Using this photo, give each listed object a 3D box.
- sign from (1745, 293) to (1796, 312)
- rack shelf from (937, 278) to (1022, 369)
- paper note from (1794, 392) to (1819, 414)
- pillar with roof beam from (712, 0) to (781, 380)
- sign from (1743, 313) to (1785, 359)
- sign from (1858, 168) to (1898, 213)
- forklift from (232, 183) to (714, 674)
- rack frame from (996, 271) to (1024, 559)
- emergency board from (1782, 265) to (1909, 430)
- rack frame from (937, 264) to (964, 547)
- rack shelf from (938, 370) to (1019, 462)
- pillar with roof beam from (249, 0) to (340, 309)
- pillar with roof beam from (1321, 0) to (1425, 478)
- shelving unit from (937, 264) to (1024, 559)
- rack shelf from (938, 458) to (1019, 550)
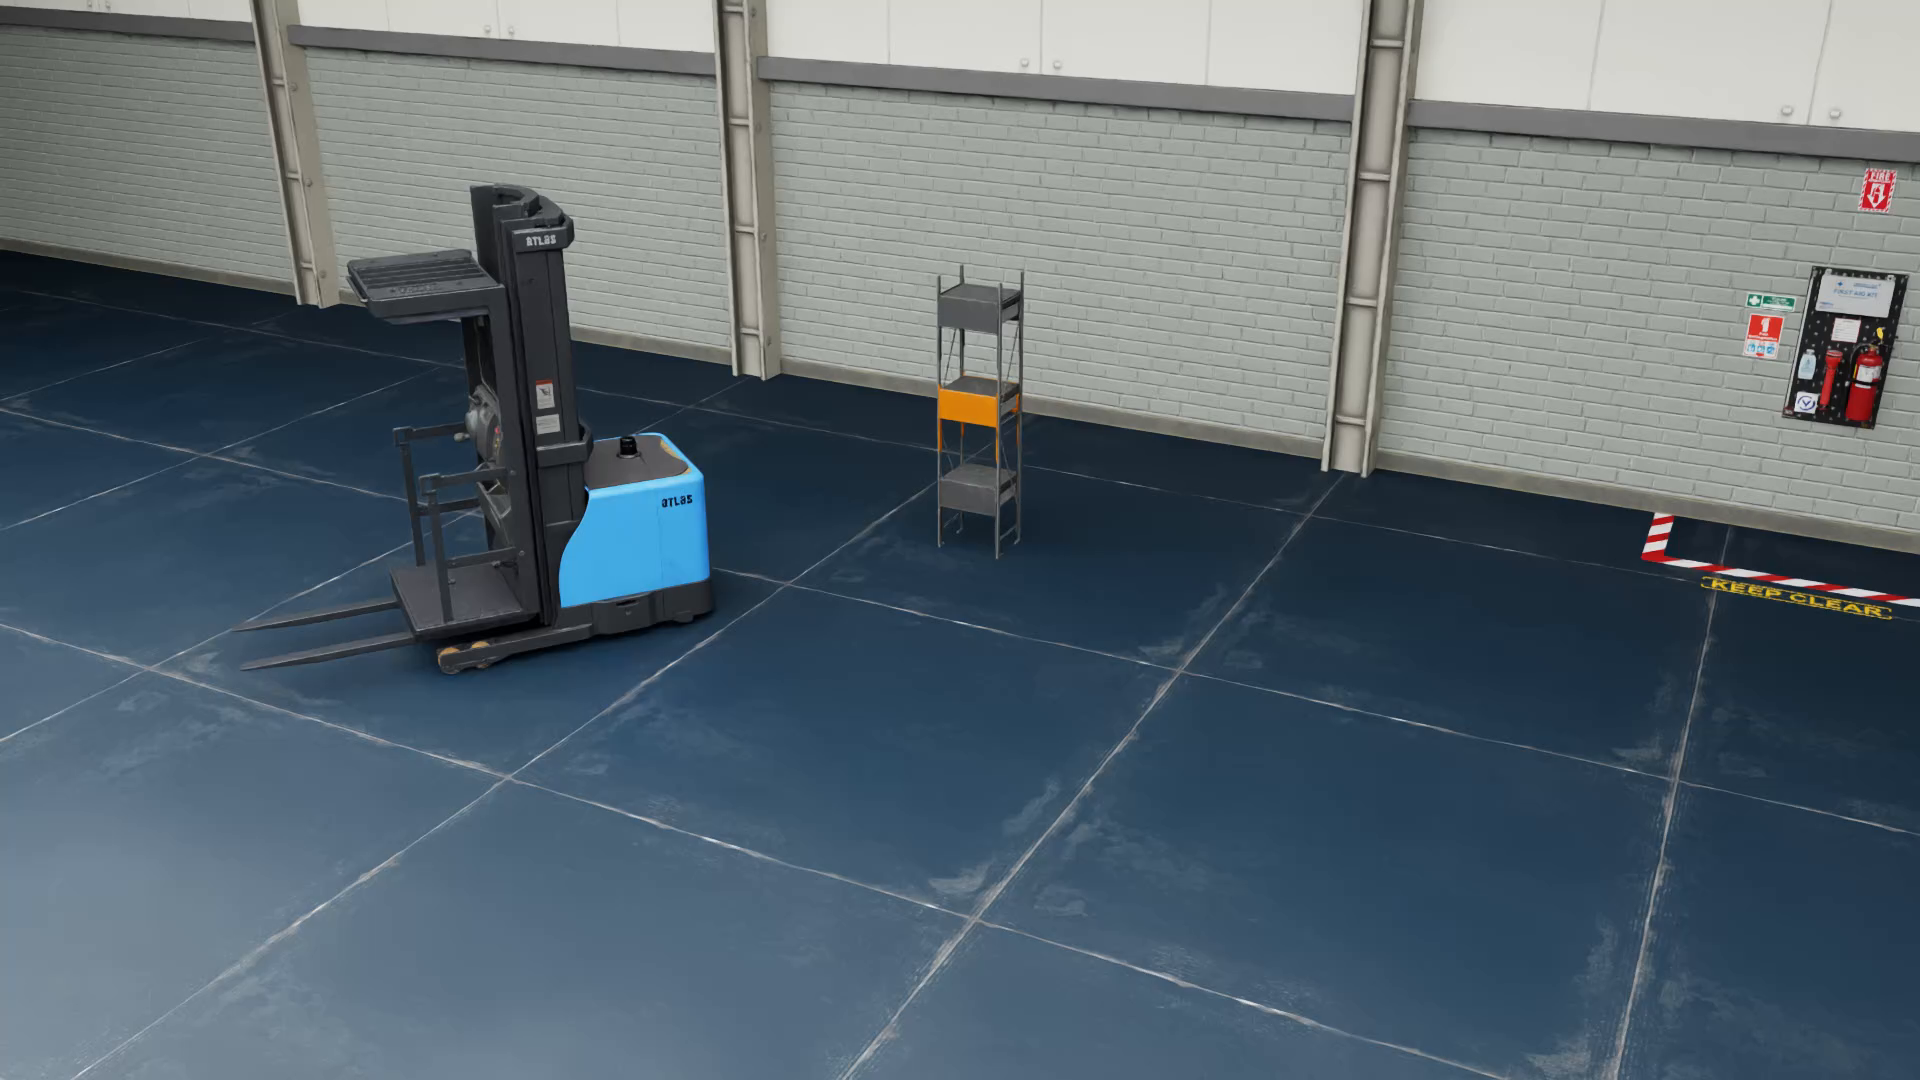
[{"bbox_3d":[6.039,-1.772,12.387,0.331,0.109,0.001,11,25,25],"label":"sign"},{"bbox_3d":[0.148,-1.569,12.028,0.480,0.518,0.431,11,25,25],"label":"rack shelf"},{"bbox_3d":[6.359,-1.032,12.495,0.142,0.148,0.016,11,25,25],"label":"paper note"},{"bbox_3d":[-3.977,-4.308,11.408,0.400,9.000,9.100,11,25,25],"label":"pillar with roof beam"},{"bbox_3d":[6.039,-1.532,12.500,0.234,0.329,0.001,11,25,25],"label":"sign"},{"bbox_3d":[6.524,-2.485,11.824,0.199,0.298,0.001,11,25,25],"label":"sign"},{"bbox_3d":[-3.254,-0.719,10.721,3.031,2.935,1.130,-11,25,-24],"label":"forklift"},{"bbox_3d":[0.365,-0.894,12.195,0.015,2.100,0.400,11,25,25],"label":"rack frame"},{"bbox_3d":[6.486,-1.382,12.192,0.643,1.169,0.194,11,25,25],"label":"emergency board"},{"bbox_3d":[-0.070,-0.980,12.398,0.015,2.100,0.400,11,25,25],"label":"rack frame"},{"bbox_3d":[0.148,-0.924,12.302,0.480,0.518,0.431,11,25,25],"label":"rack shelf"},{"bbox_3d":[-9.332,-5.368,13.899,0.400,9.000,9.100,11,25,25],"label":"pillar with roof beam"},{"bbox_3d":[1.377,-3.249,8.917,0.400,9.000,9.100,11,25,25],"label":"pillar with roof beam"},{"bbox_3d":[0.148,-0.937,12.297,0.503,2.100,0.431,11,25,25],"label":"shelving unit"},{"bbox_3d":[0.148,-0.280,12.576,0.480,0.518,0.431,11,25,25],"label":"rack shelf"}]
